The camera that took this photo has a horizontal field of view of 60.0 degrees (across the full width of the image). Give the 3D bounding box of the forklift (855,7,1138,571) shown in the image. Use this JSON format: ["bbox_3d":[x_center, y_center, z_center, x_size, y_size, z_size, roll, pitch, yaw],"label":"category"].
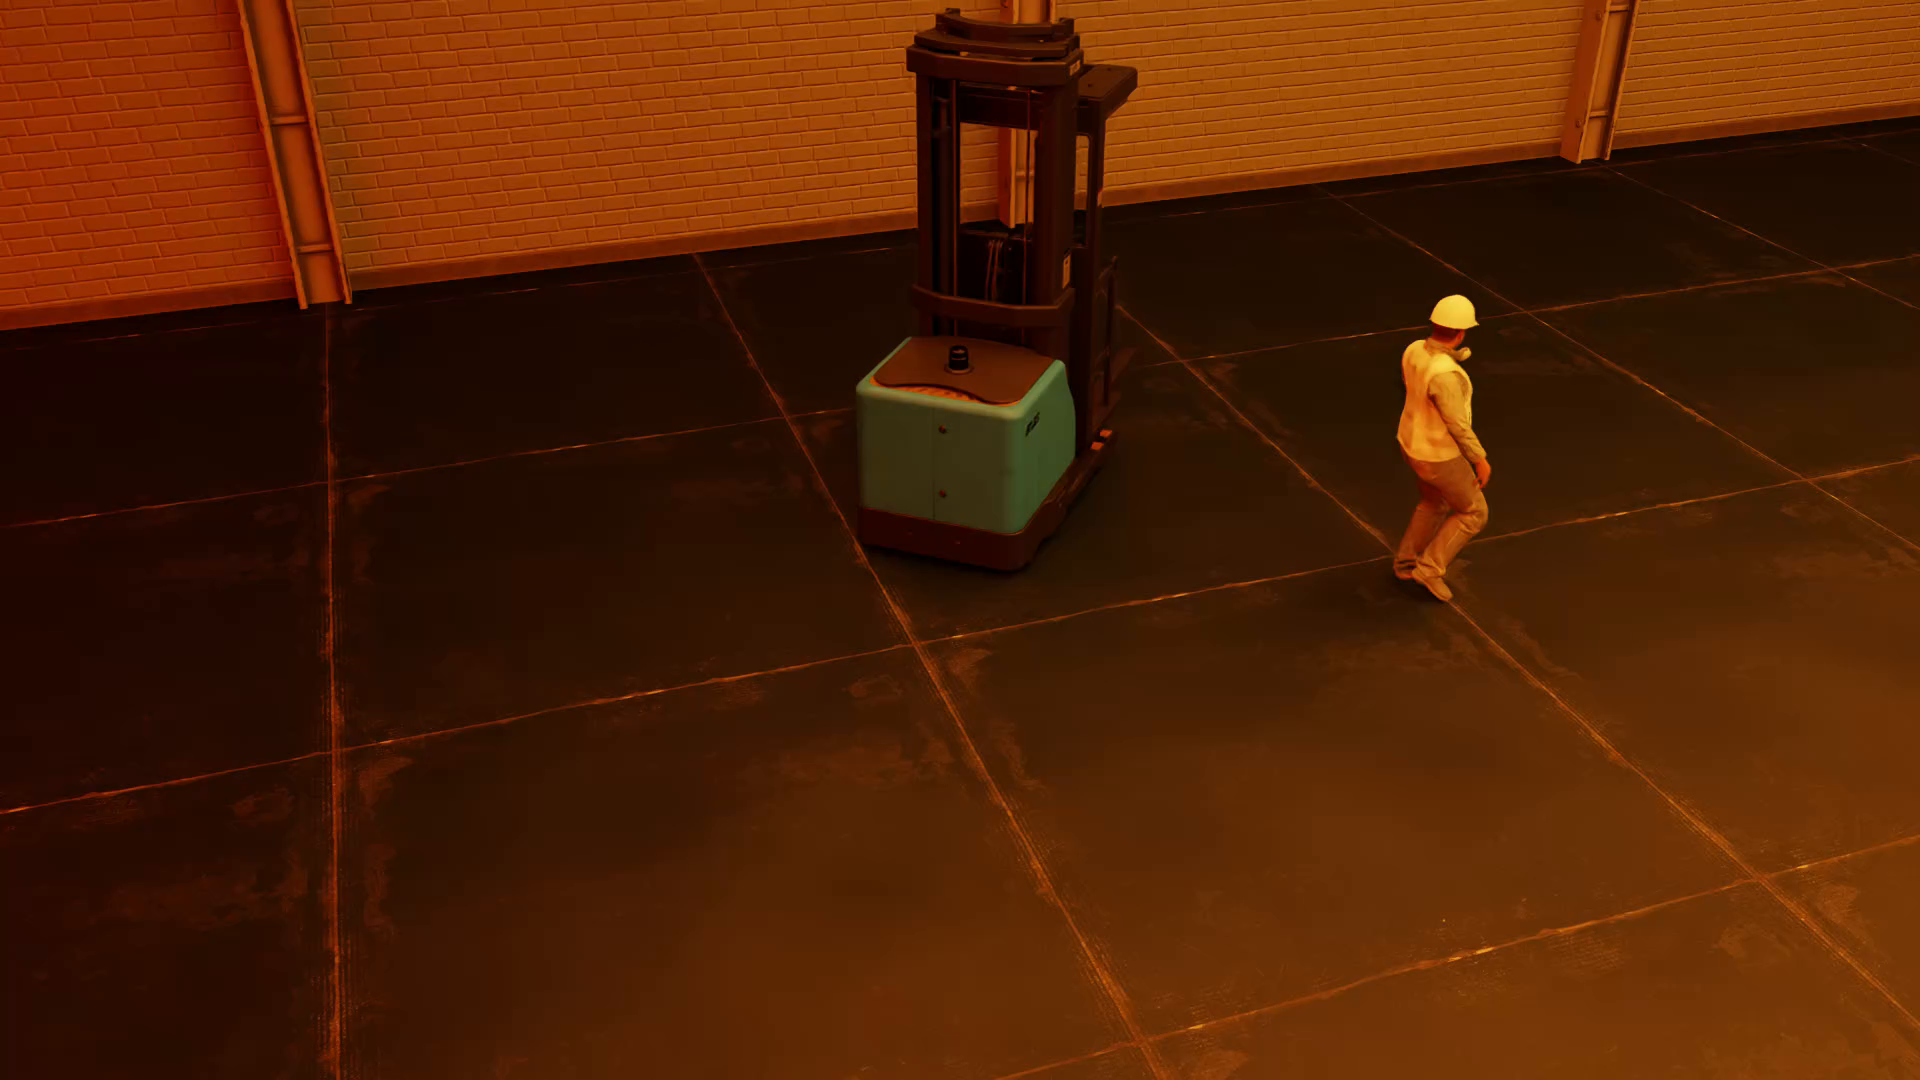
[{"bbox_3d":[0.399,-1.812,10.237,1.130,2.935,3.031,11,32,18],"label":"forklift"}]

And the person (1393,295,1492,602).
[{"bbox_3d":[2.668,-0.530,9.223,0.498,1.767,0.805,-1,30,-3],"label":"person"}]
